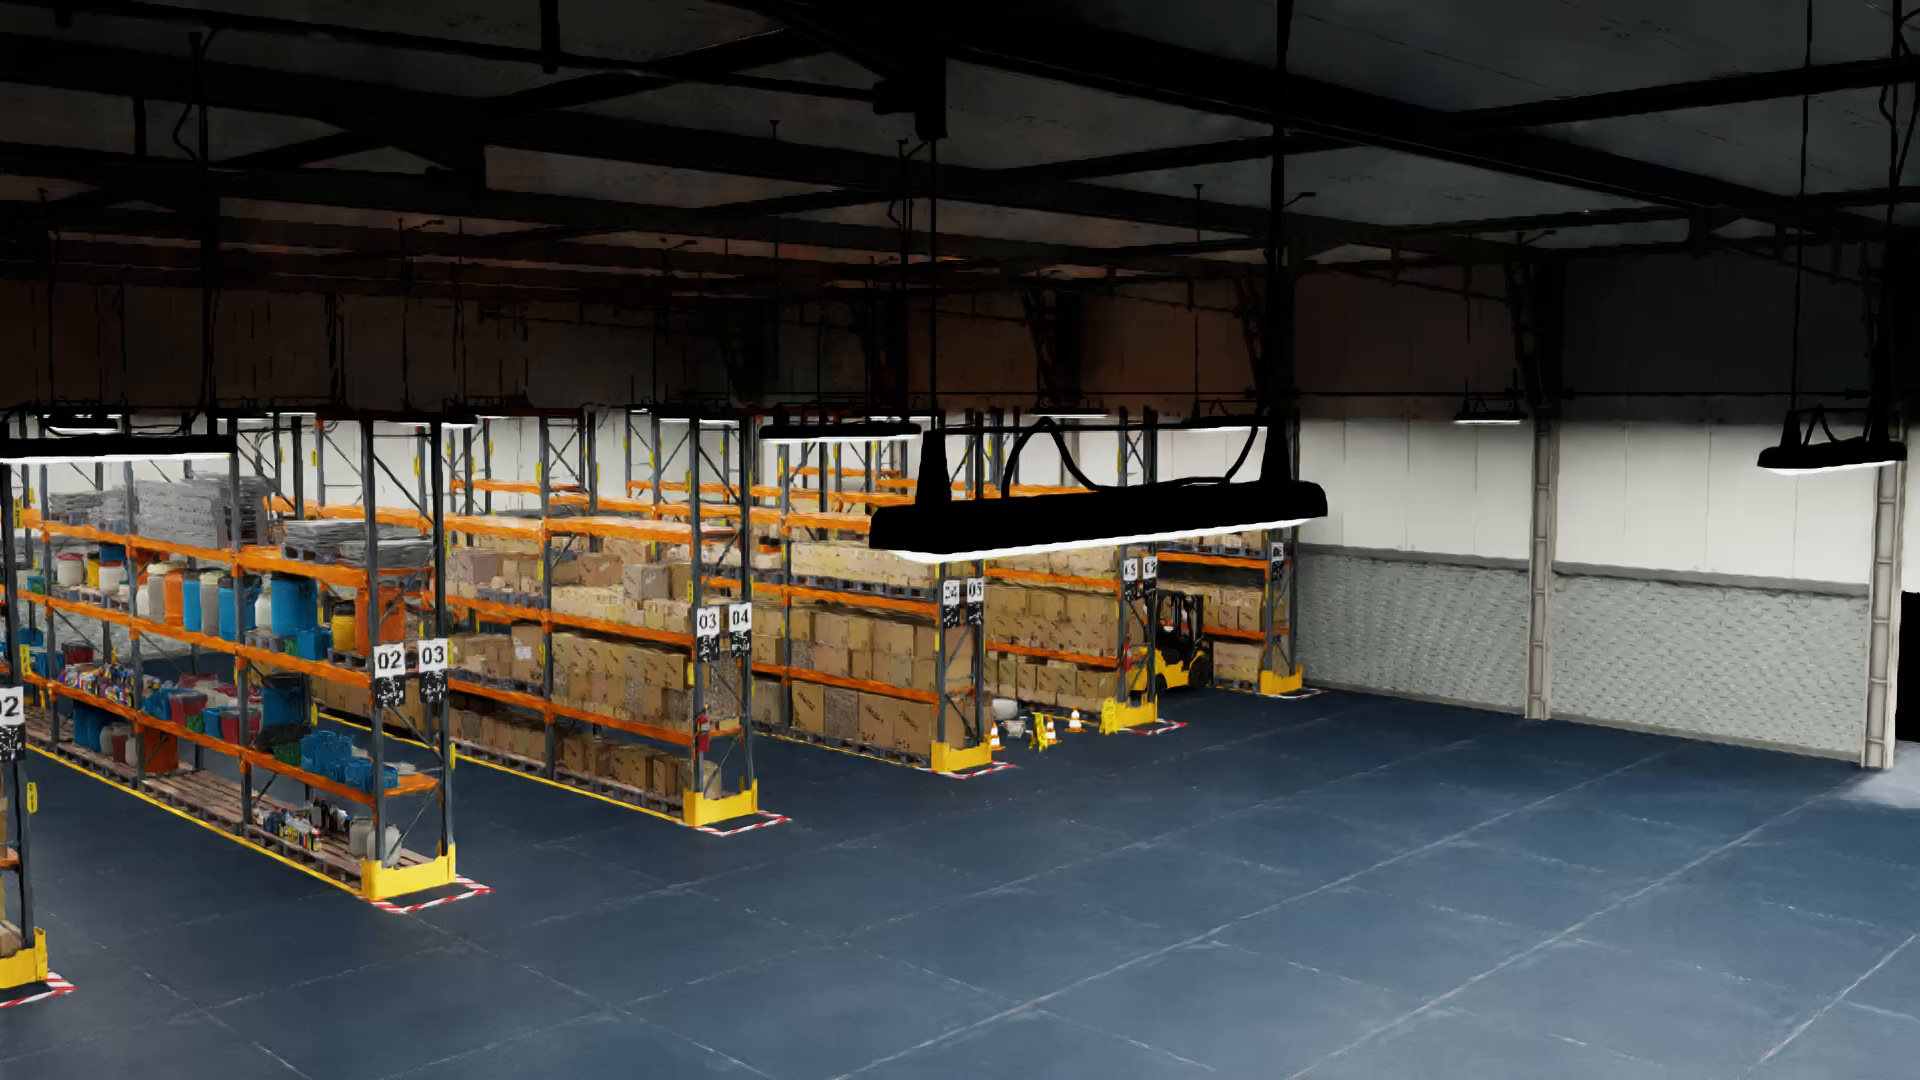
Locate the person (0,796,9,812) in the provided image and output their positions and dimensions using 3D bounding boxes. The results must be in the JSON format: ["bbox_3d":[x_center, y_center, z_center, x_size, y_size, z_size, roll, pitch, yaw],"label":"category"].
[{"bbox_3d":[-14.277,3.342,22.863,12.265,1.949,2.410,5,7,42],"label":"person"}]
